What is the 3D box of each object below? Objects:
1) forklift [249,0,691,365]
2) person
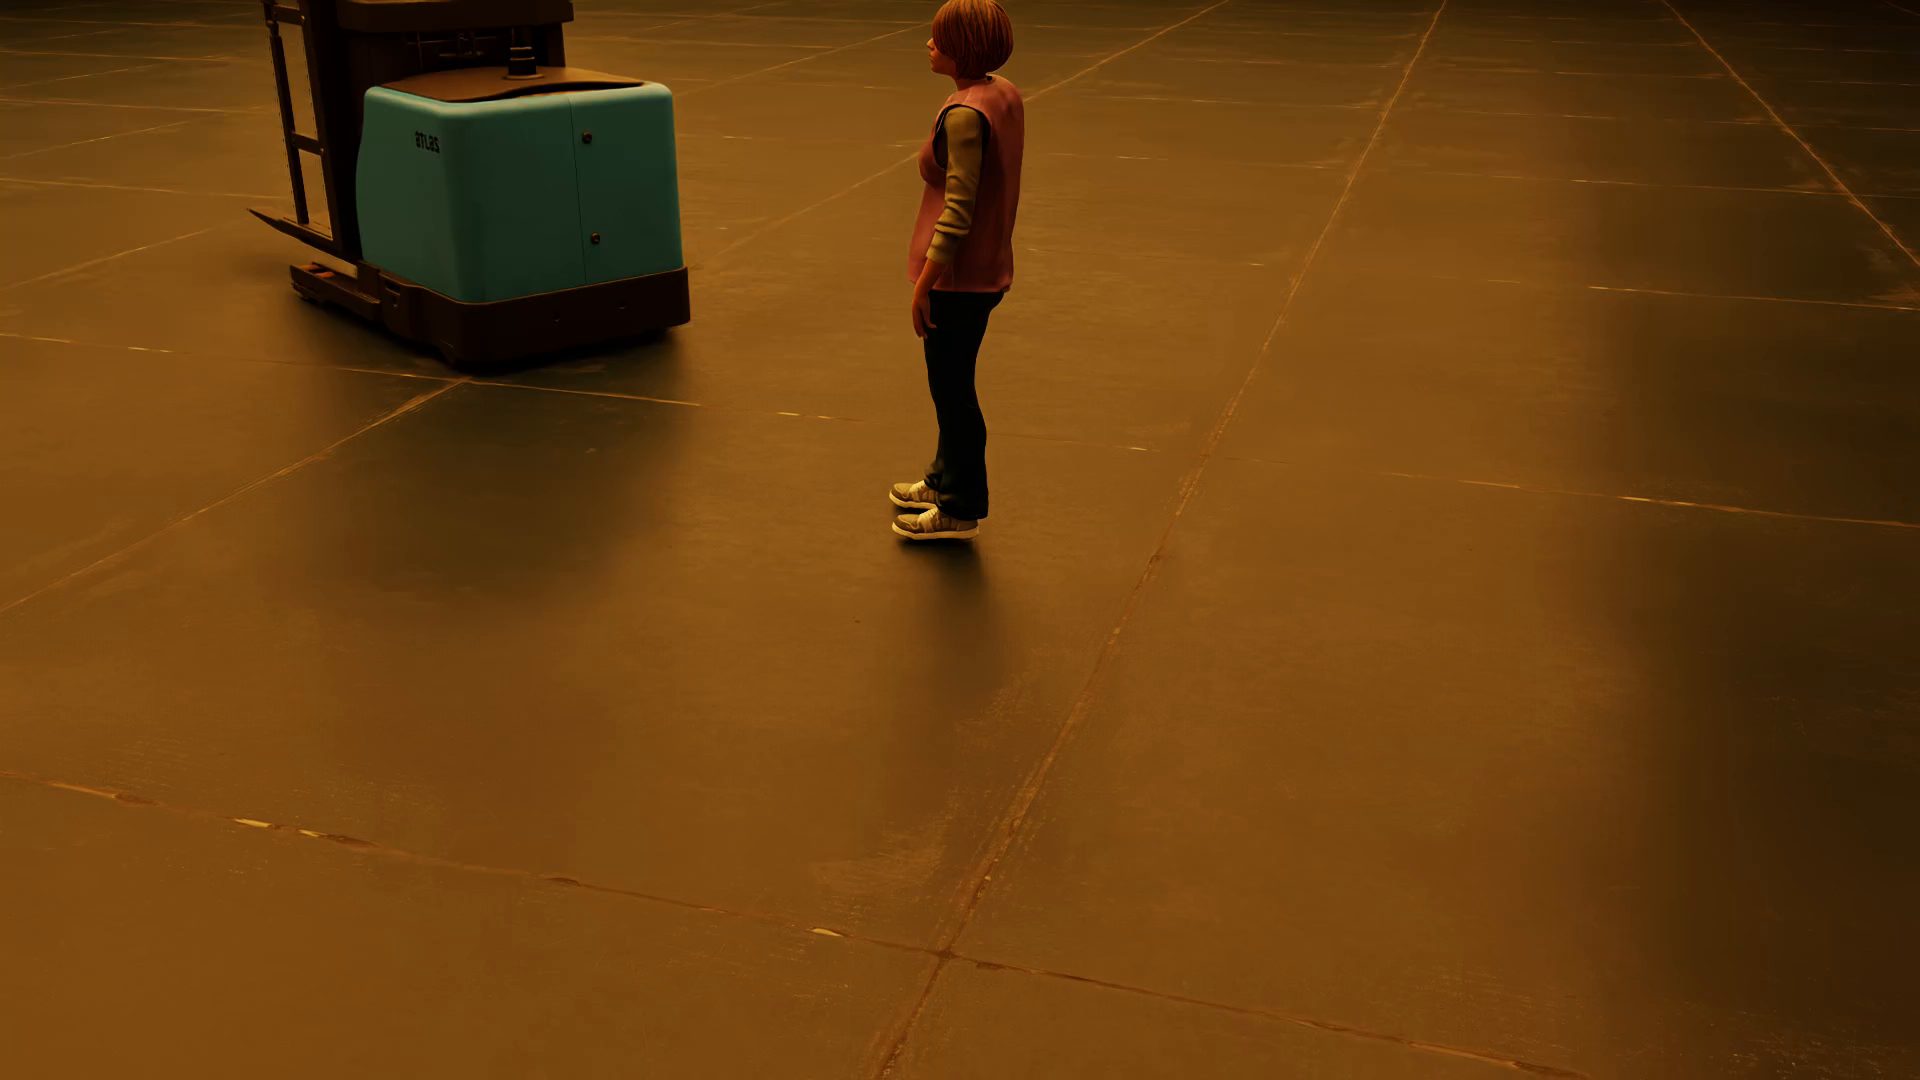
[{"bbox_3d":[-2.515,-2.548,7.451,1.130,2.935,3.031,-18,29,-37],"label":"forklift"},{"bbox_3d":[-0.066,-0.759,4.846,0.476,1.597,0.520,7,23,16],"label":"person"}]
